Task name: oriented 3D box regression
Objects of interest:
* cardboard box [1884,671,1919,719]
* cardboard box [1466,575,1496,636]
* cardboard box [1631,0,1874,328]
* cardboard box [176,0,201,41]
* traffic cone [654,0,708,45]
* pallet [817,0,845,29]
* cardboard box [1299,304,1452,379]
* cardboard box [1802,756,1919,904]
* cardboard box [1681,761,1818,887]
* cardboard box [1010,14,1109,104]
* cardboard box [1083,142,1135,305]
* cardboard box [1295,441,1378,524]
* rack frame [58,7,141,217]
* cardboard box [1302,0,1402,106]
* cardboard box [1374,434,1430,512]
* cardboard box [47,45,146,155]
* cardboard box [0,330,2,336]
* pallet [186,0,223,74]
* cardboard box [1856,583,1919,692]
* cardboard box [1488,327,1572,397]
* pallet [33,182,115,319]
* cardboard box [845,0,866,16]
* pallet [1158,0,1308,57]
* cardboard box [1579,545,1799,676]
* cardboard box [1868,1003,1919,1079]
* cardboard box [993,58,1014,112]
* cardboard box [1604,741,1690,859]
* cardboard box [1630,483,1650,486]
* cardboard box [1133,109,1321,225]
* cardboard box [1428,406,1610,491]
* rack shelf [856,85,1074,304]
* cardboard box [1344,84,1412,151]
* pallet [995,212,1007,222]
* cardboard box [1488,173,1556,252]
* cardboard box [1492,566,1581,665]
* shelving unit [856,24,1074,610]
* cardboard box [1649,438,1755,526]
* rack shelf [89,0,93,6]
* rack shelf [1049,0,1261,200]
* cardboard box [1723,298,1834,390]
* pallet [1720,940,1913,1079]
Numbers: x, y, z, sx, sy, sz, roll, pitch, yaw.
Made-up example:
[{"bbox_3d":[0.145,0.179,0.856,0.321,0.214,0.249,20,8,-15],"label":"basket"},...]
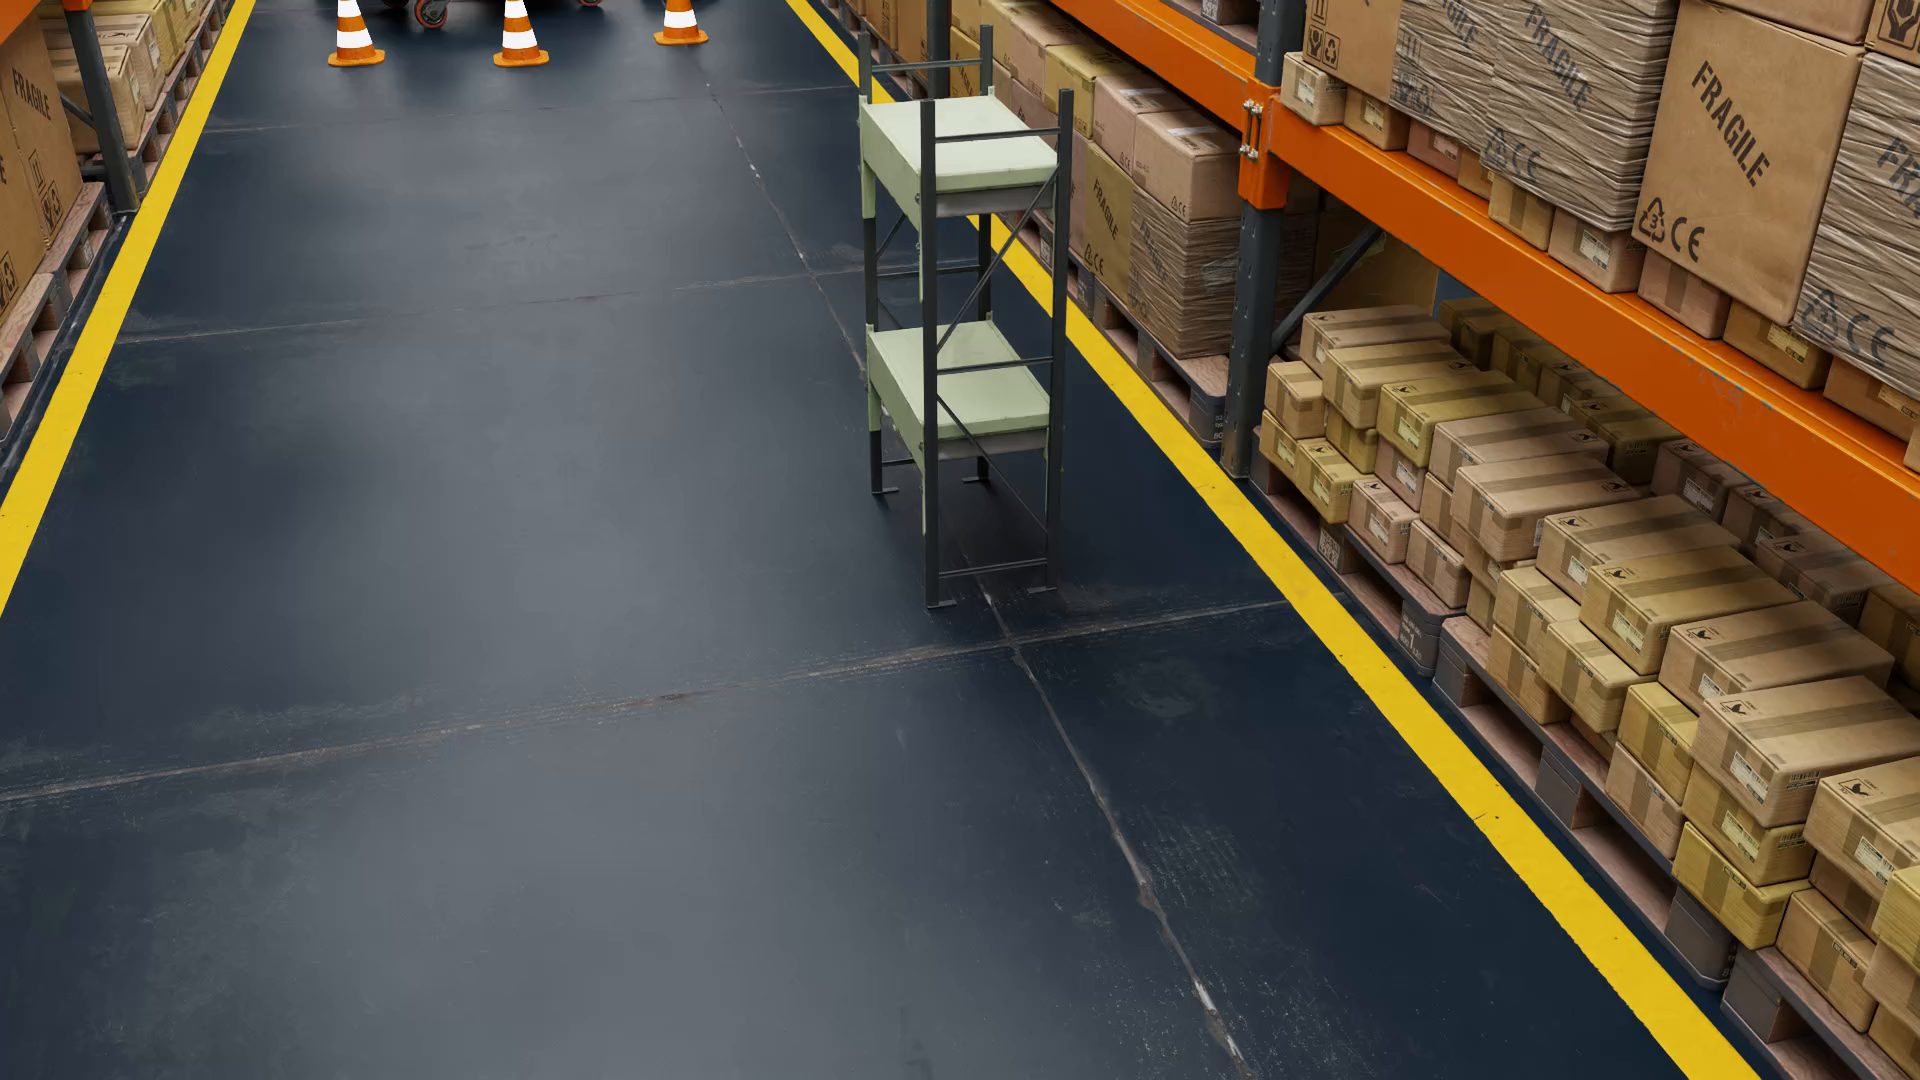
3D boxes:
[{"bbox_3d":[2.149,0.354,3.774,0.380,0.149,0.250,-6,31,-11],"label":"cardboard box"},{"bbox_3d":[1.579,0.165,4.398,0.380,0.149,0.250,-9,31,-15],"label":"cardboard box"},{"bbox_3d":[1.681,-0.747,3.150,0.500,0.500,0.500,-6,31,-11],"label":"cardboard box"},{"bbox_3d":[-5.149,-3.190,9.972,0.950,0.372,0.625,-6,31,-10],"label":"cardboard box"},{"bbox_3d":[-1.839,-3.506,10.846,0.336,0.463,0.334,-8,31,-13],"label":"traffic cone"},{"bbox_3d":[-0.461,-3.883,11.748,1.003,0.211,1.213,-8,31,-13],"label":"pallet"},{"bbox_3d":[1.276,-0.600,5.126,0.380,0.149,0.250,-7,31,-11],"label":"cardboard box"},{"bbox_3d":[1.851,0.545,3.147,0.380,0.149,0.250,-9,31,-15],"label":"cardboard box"},{"bbox_3d":[1.742,0.550,3.435,0.380,0.149,0.250,-7,31,-13],"label":"cardboard box"},{"bbox_3d":[0.526,-2.094,7.202,0.500,0.250,0.500,-8,31,-13],"label":"cardboard box"},{"bbox_3d":[0.810,-1.261,6.510,0.500,0.500,0.500,-9,31,-14],"label":"cardboard box"},{"bbox_3d":[1.242,-0.190,5.010,0.380,0.149,0.250,-7,31,-12],"label":"cardboard box"},{"bbox_3d":[-4.423,-2.814,7.117,1.000,3.000,0.127,-8,31,-13],"label":"rack frame"},{"bbox_3d":[1.273,-1.488,4.430,0.500,0.500,0.500,-8,31,-14],"label":"cardboard box"},{"bbox_3d":[1.426,-0.225,4.774,0.380,0.149,0.250,-8,31,-14],"label":"cardboard box"},{"bbox_3d":[-4.563,-2.133,8.144,0.950,0.372,0.625,-10,32,-17],"label":"cardboard box"},{"bbox_3d":[-3.850,-0.868,5.457,0.875,0.875,0.875,-7,31,-12],"label":"cardboard box"},{"bbox_3d":[-5.276,-3.163,10.504,1.003,0.211,1.213,-8,31,-13],"label":"pallet"},{"bbox_3d":[2.267,0.206,3.732,0.380,0.149,0.250,-7,31,-13],"label":"cardboard box"},{"bbox_3d":[1.836,-0.539,5.020,0.380,0.149,0.250,-7,31,-13],"label":"cardboard box"},{"bbox_3d":[-4.286,-1.216,7.140,1.003,0.211,1.213,-8,31,-13],"label":"pallet"},{"bbox_3d":[-0.235,-3.907,10.832,1.050,0.750,0.750,-8,31,-13],"label":"cardboard box"},{"bbox_3d":[1.322,-1.894,5.720,1.003,0.211,1.213,-8,31,-13],"label":"pallet"},{"bbox_3d":[1.667,0.158,3.816,0.380,0.149,0.250,-8,31,-13],"label":"cardboard box"},{"bbox_3d":[1.953,0.919,3.095,0.380,0.149,0.250,-8,31,-14],"label":"cardboard box"},{"bbox_3d":[0.402,-2.003,7.792,0.500,0.500,0.500,-7,31,-13],"label":"cardboard box"},{"bbox_3d":[1.693,0.552,3.729,0.380,0.149,0.250,-7,31,-12],"label":"cardboard box"},{"bbox_3d":[1.919,-0.165,4.671,0.380,0.149,0.250,-8,31,-13],"label":"cardboard box"},{"bbox_3d":[0.943,-1.339,5.897,0.500,0.250,0.500,-9,31,-15],"label":"cardboard box"},{"bbox_3d":[1.498,-0.221,4.470,0.380,0.149,0.250,-9,31,-15],"label":"cardboard box"},{"bbox_3d":[-0.002,-0.990,4.684,0.431,0.370,0.720,-8,31,-13],"label":"rack shelf"},{"bbox_3d":[1.285,-1.185,4.554,0.380,0.149,0.250,-7,31,-12],"label":"cardboard box"},{"bbox_3d":[0.529,-1.936,8.385,1.003,0.211,1.213,-8,31,-13],"label":"pallet"},{"bbox_3d":[1.476,-0.801,3.890,0.380,0.149,0.250,-7,31,-12],"label":"cardboard box"},{"bbox_3d":[1.551,0.172,4.088,0.380,0.149,0.250,-8,31,-14],"label":"cardboard box"},{"bbox_3d":[-0.002,-0.652,4.880,0.431,1.500,0.755,-8,31,-13],"label":"shelving unit"},{"bbox_3d":[2.064,-0.165,4.374,0.380,0.149,0.250,-9,31,-16],"label":"cardboard box"},{"bbox_3d":[-4.953,-3.468,8.966,1.077,0.370,4.000,-8,31,-13],"label":"rack shelf"},{"bbox_3d":[0.854,-2.244,6.850,1.077,0.370,4.000,-8,31,-13],"label":"rack shelf"},{"bbox_3d":[1.744,-0.428,3.246,0.380,0.149,0.250,-7,31,-12],"label":"cardboard box"},{"bbox_3d":[2.245,1.116,3.111,1.003,0.211,1.213,-8,31,-13],"label":"pallet"}]
